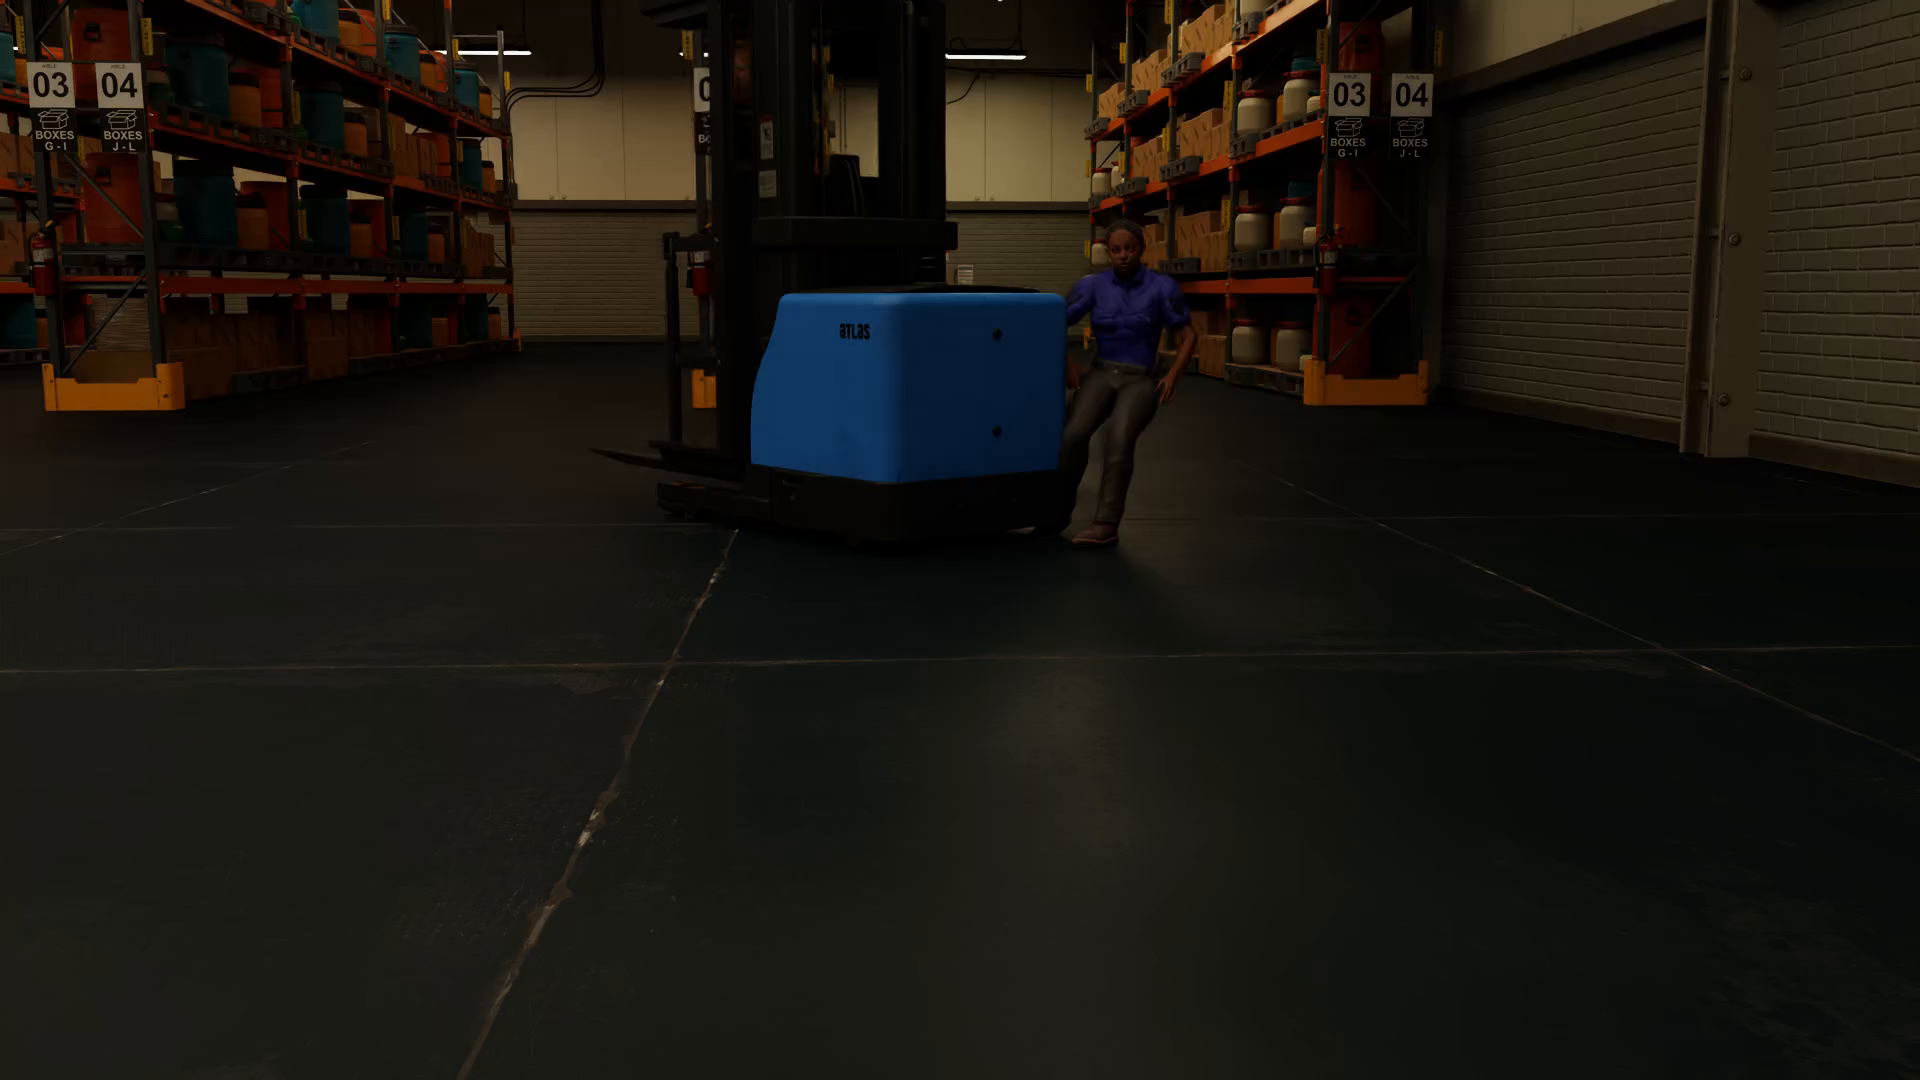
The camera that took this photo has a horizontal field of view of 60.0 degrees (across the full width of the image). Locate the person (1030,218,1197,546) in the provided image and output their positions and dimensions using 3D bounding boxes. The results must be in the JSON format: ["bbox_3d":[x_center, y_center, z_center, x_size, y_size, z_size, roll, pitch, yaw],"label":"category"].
[{"bbox_3d":[0.663,-0.676,7.292,0.720,1.464,0.800,2,9,10],"label":"person"}]

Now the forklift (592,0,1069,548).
[{"bbox_3d":[-0.826,-1.586,8.013,1.130,2.935,3.031,-7,11,-38],"label":"forklift"}]
